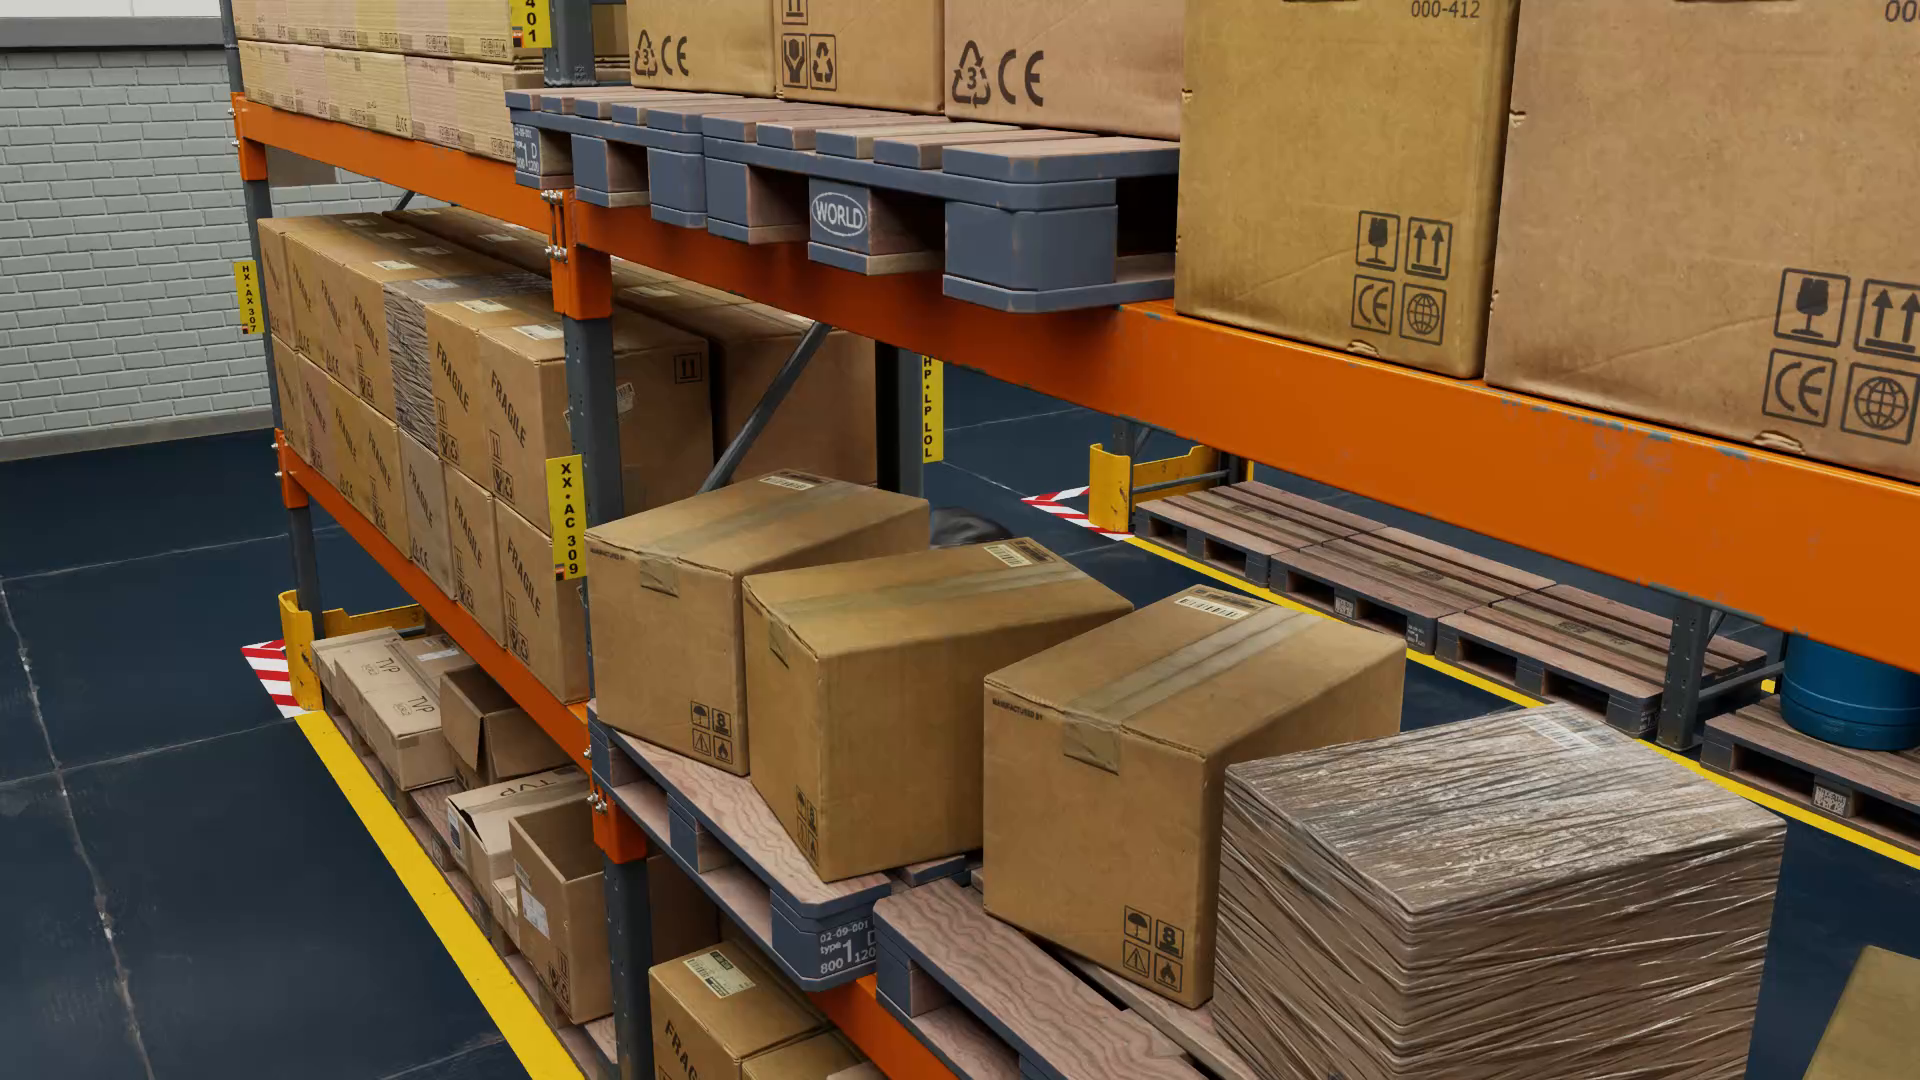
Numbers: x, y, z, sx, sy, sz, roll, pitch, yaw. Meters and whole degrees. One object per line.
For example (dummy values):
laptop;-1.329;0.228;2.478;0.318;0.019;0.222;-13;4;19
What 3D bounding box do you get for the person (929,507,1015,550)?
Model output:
person;-0.182;0.431;7.359;0.959;1.048;0.484;-12;22;-34
